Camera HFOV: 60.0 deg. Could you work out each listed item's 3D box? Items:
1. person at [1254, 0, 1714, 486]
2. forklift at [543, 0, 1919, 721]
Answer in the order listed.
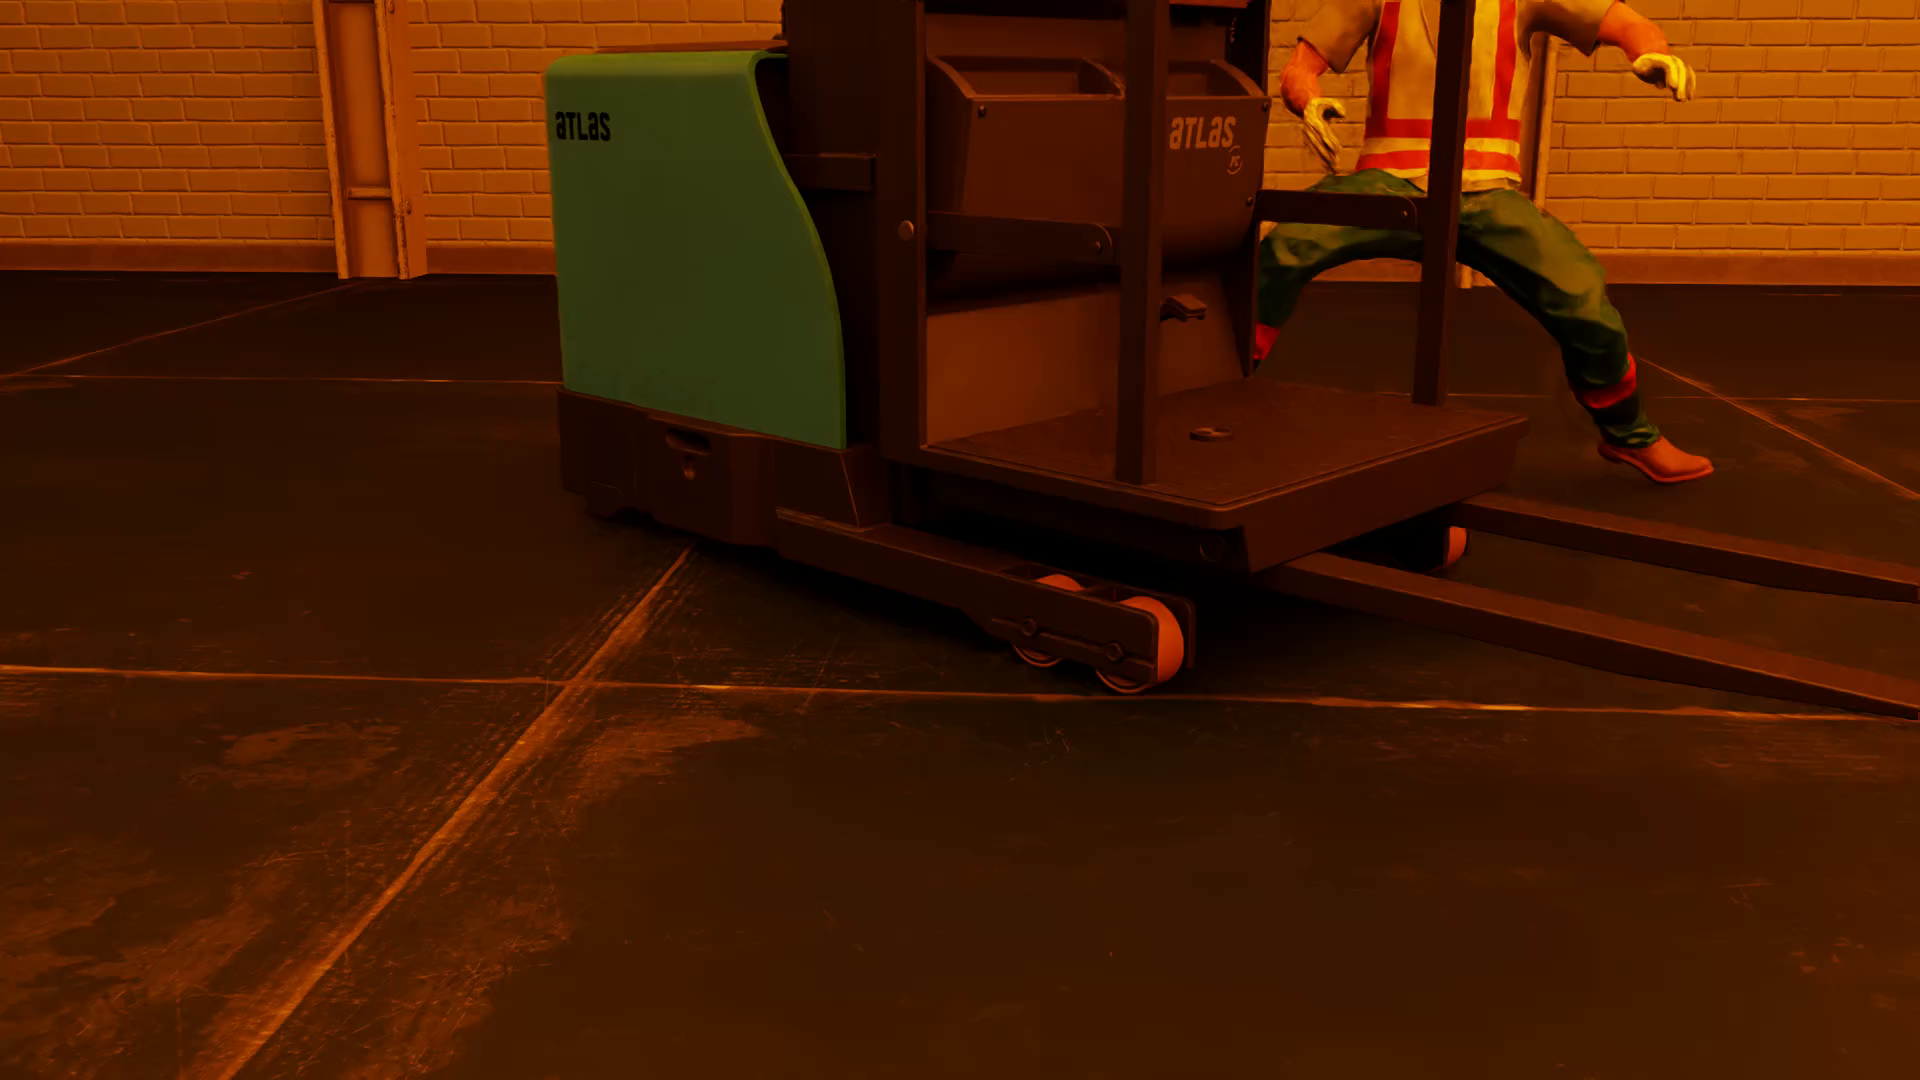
[{"bbox_3d":[1.200,-0.860,3.958,1.313,1.540,0.846,5,16,17],"label":"person"},{"bbox_3d":[0.446,-1.304,3.025,3.031,2.935,1.130,14,21,42],"label":"forklift"}]
